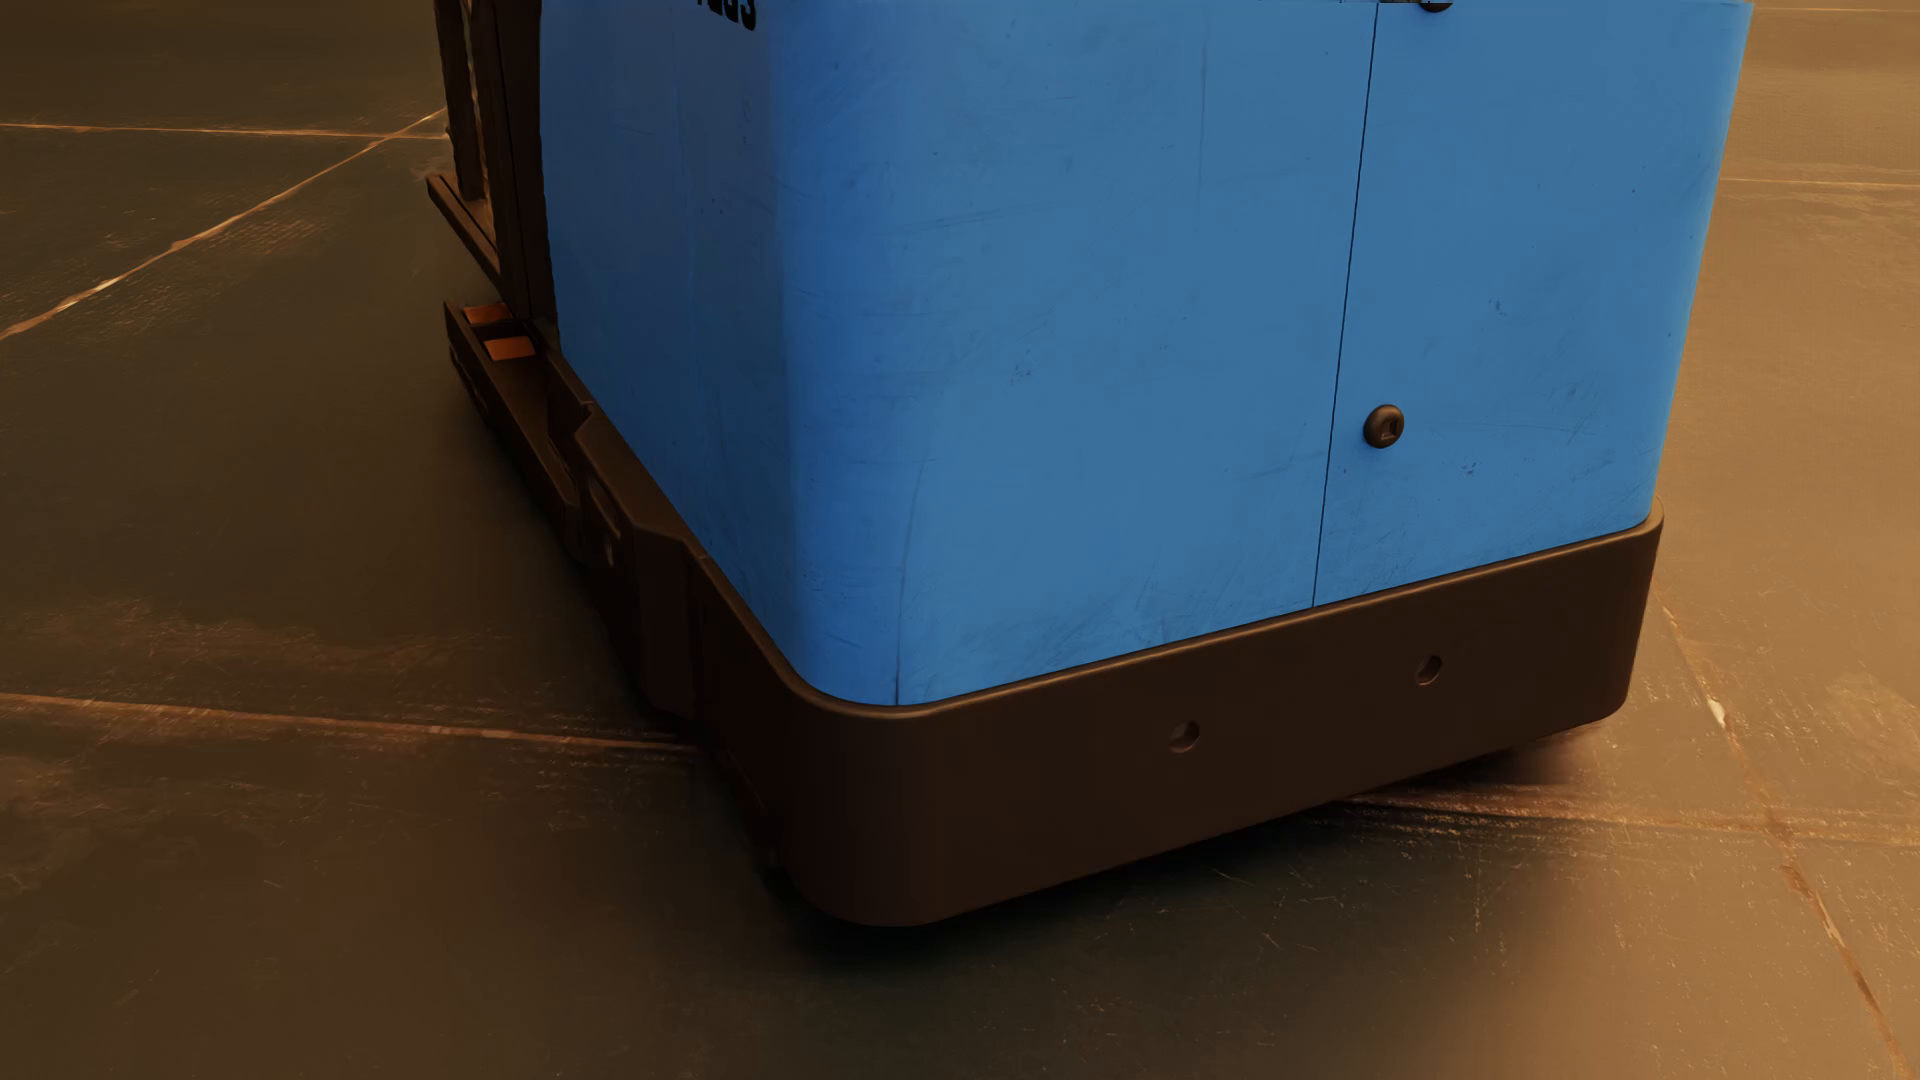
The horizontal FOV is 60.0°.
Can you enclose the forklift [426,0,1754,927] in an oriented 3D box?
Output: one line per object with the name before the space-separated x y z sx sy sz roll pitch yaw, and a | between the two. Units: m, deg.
forklift | -0.285 -1.571 2.366 1.130 2.935 3.031 -12 29 -22
